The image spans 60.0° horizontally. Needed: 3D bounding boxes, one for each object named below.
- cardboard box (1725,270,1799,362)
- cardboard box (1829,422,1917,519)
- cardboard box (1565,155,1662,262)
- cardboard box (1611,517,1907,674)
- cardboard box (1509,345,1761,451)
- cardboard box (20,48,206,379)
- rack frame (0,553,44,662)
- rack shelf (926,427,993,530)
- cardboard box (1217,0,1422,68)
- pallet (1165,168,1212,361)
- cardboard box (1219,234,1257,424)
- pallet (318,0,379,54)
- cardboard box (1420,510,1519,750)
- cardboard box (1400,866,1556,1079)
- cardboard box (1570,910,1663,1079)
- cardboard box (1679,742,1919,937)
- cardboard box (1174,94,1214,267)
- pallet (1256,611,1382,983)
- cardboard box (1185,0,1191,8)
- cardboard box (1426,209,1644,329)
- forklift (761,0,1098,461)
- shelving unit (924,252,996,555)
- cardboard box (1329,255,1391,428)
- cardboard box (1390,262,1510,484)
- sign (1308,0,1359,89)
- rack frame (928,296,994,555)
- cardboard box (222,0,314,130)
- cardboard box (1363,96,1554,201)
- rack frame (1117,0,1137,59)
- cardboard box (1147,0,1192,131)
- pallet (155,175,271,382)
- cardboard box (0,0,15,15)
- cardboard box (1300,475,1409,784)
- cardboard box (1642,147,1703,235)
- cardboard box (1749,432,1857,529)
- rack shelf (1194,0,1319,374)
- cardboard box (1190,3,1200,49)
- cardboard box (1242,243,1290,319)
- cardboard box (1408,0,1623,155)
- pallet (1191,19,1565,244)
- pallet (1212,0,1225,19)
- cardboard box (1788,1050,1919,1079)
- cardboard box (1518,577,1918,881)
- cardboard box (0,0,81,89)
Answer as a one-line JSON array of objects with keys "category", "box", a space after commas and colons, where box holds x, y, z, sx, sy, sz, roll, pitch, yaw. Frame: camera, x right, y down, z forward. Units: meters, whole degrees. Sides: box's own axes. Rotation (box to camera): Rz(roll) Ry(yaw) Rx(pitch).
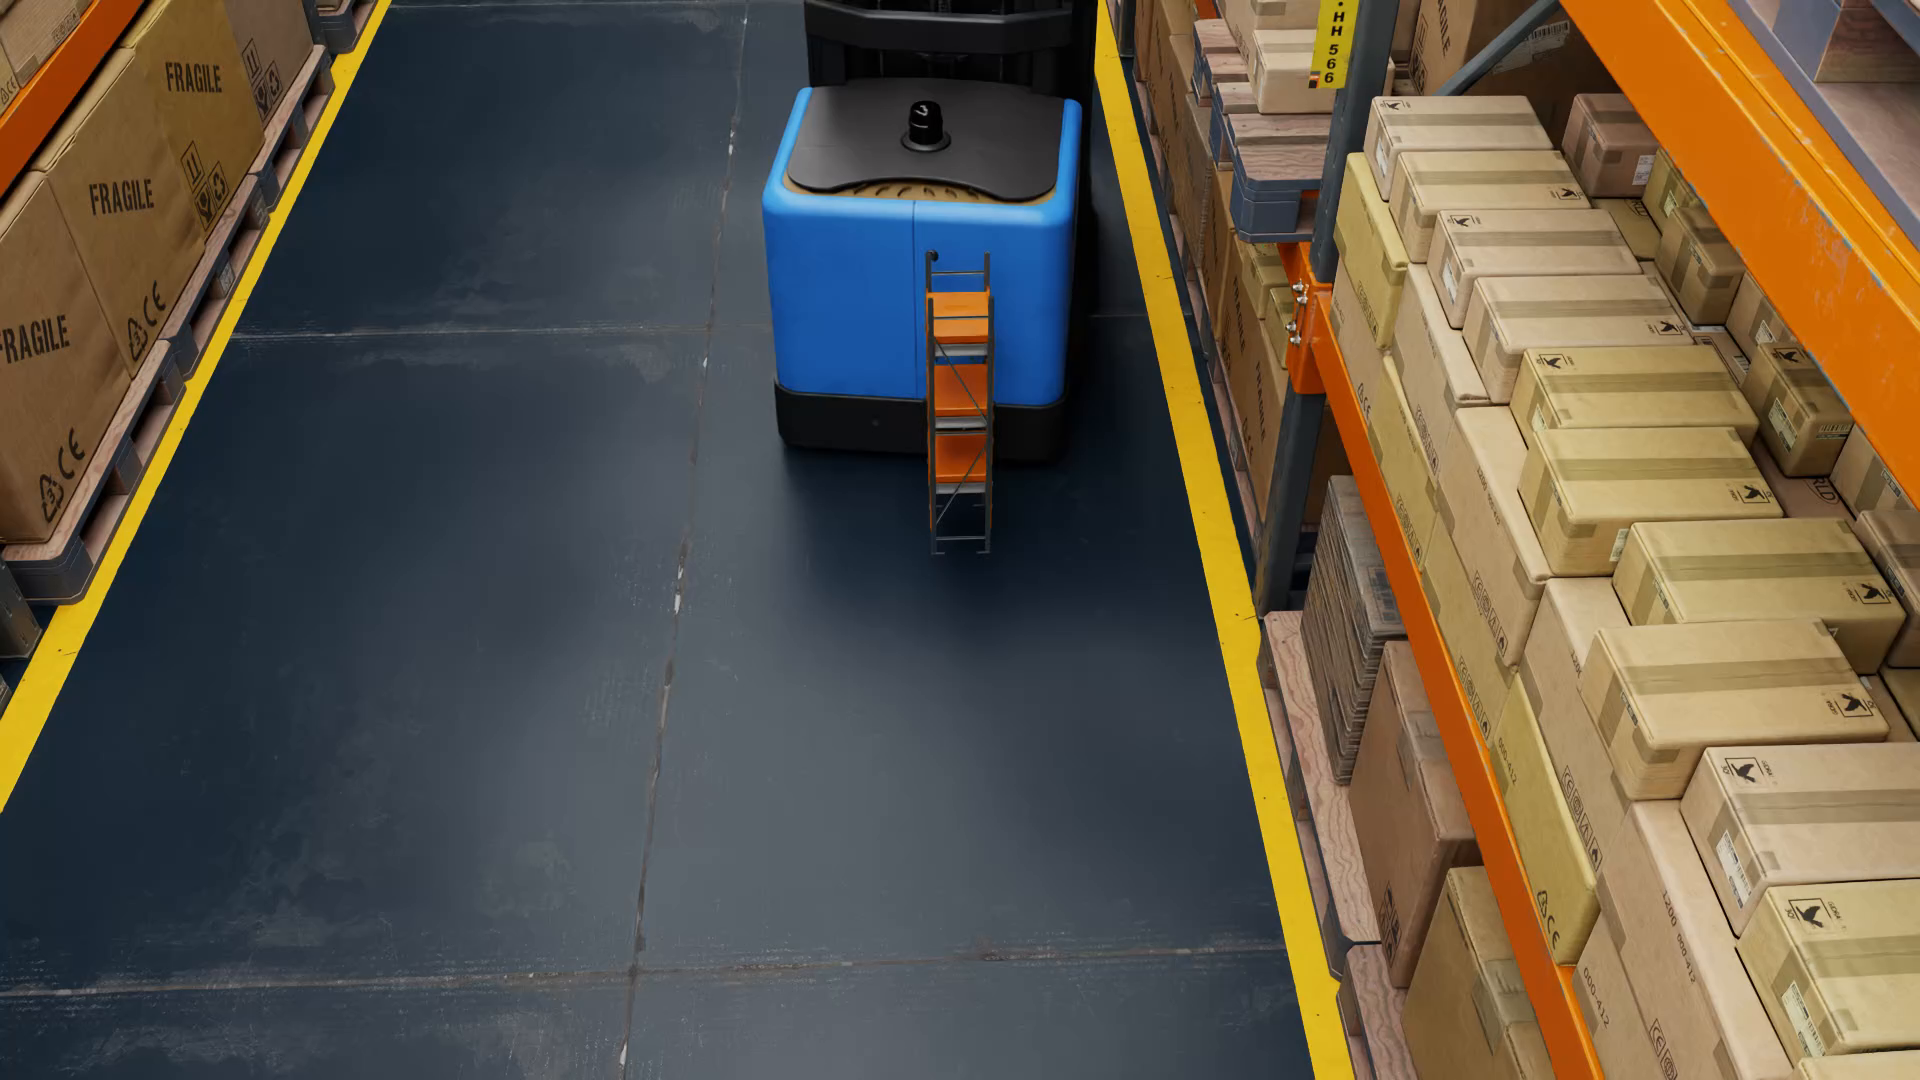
[{"category": "cardboard box", "box": [1.844, -0.441, 3.457, 0.380, 0.149, 0.250, -2, 43, -3]}, {"category": "cardboard box", "box": [1.872, -0.096, 3.081, 0.380, 0.149, 0.250, -2, 43, -2]}, {"category": "cardboard box", "box": [1.772, -0.726, 4.064, 0.500, 0.250, 0.500, -1, 43, -1]}, {"category": "cardboard box", "box": [1.368, 0.099, 2.868, 0.380, 0.149, 0.250, -2, 43, -2]}, {"category": "cardboard box", "box": [1.308, -0.247, 3.246, 0.380, 0.149, 0.250, -1, 43, -1]}, {"category": "cardboard box", "box": [-3.464, -1.190, 6.090, 0.875, 0.875, 0.875, -1, 43, -1]}, {"category": "rack frame", "box": [-3.484, -0.748, 4.346, 1.000, 3.000, 0.127, -2, 43, -2]}, {"category": "rack shelf", "box": [-0.002, -0.210, 5.630, 0.215, 0.259, 0.240, -2, 43, -2]}, {"category": "cardboard box", "box": [1.107, -1.695, 5.180, 0.500, 0.250, 0.500, -3, 43, -4]}, {"category": "pallet", "box": [1.433, -1.191, 6.894, 1.003, 0.211, 1.213, -2, 43, -2]}, {"category": "cardboard box", "box": [1.232, -0.744, 5.880, 0.500, 0.500, 0.500, -2, 43, -2]}, {"category": "pallet", "box": [-3.608, -2.936, 8.797, 1.003, 0.211, 1.213, -2, 43, -2]}, {"category": "cardboard box", "box": [1.295, 0.156, 3.470, 0.500, 0.250, 0.500, -3, 43, -3]}, {"category": "cardboard box", "box": [1.553, 1.145, 3.728, 0.875, 0.625, 0.625, -3, 43, -4]}, {"category": "cardboard box", "box": [1.345, 0.855, 2.708, 0.500, 0.250, 0.500, -1, 43, -2]}, {"category": "cardboard box", "box": [1.325, 0.446, 2.490, 0.380, 0.149, 0.250, -1, 43, -1]}, {"category": "cardboard box", "box": [1.166, -1.447, 6.648, 0.500, 0.500, 0.500, -3, 43, -3]}, {"category": "pallet", "box": [1.471, 0.692, 4.839, 1.003, 0.211, 1.213, -2, 43, -2]}, {"category": "cardboard box", "box": [1.166, -2.458, 7.271, 0.380, 0.149, 0.250, -4, 43, -4]}, {"category": "cardboard box", "box": [1.244, -0.592, 3.622, 0.380, 0.149, 0.250, -1, 43, -1]}, {"category": "forklift", "box": [-0.009, -2.355, 6.151, 1.130, 2.935, 3.031, 4, 43, 4]}, {"category": "shelving unit", "box": [-0.002, -0.423, 5.435, 0.215, 1.050, 0.252, -2, 43, -2]}, {"category": "cardboard box", "box": [1.250, -0.531, 4.220, 0.500, 0.250, 0.500, -1, 43, -2]}, {"category": "cardboard box", "box": [1.270, -0.377, 3.682, 0.500, 0.250, 0.500, 0, 43, 0]}, {"category": "sign", "box": [0.934, -1.268, 4.116, 0.100, 0.325, 0.005, -2, 43, -2]}, {"category": "rack frame", "box": [0.003, -0.341, 5.345, 0.200, 1.050, 0.008, -2, 43, -2]}, {"category": "cardboard box", "box": [-3.547, -2.403, 7.414, 0.875, 0.875, 0.875, 0, 43, 0]}, {"category": "cardboard box", "box": [1.195, -0.945, 4.007, 0.380, 0.149, 0.250, 0, 43, -1]}, {"category": "rack frame", "box": [1.306, -3.593, 7.450, 1.000, 3.000, 0.127, -2, 43, -2]}, {"category": "cardboard box", "box": [1.134, -2.134, 7.398, 0.500, 0.500, 0.500, -2, 43, -2]}, {"category": "pallet", "box": [-3.491, -1.076, 6.767, 1.003, 0.211, 1.213, -2, 43, -2]}, {"category": "cardboard box", "box": [-3.288, -1.912, 5.357, 0.500, 0.250, 0.500, -2, 43, -2]}, {"category": "cardboard box", "box": [1.488, 0.249, 4.705, 0.875, 0.625, 0.625, 0, 43, 0]}, {"category": "cardboard box", "box": [1.814, -0.781, 3.829, 0.380, 0.149, 0.250, -1, 43, -1]}, {"category": "cardboard box", "box": [1.814, -0.043, 3.318, 0.500, 0.250, 0.500, -2, 43, -2]}, {"category": "rack shelf", "box": [1.391, -1.978, 6.220, 1.077, 0.370, 4.000, -2, 43, -2]}, {"category": "cardboard box", "box": [1.165, -2.104, 6.884, 0.380, 0.149, 0.250, -2, 43, -2]}, {"category": "cardboard box", "box": [1.159, -0.875, 5.543, 0.380, 0.149, 0.250, -4, 43, -4]}, {"category": "cardboard box", "box": [1.610, -1.436, 4.712, 0.500, 0.500, 0.500, 0, 43, 0]}, {"category": "pallet", "box": [1.377, -1.278, 5.066, 1.213, 0.211, 1.003, -2, 43, -2]}, {"category": "pallet", "box": [1.388, -2.135, 6.001, 1.003, 0.211, 1.213, -2, 43, -2]}, {"category": "cardboard box", "box": [1.278, 0.793, 2.111, 0.380, 0.149, 0.250, -3, 43, -3]}, {"category": "cardboard box", "box": [1.321, 0.321, 2.921, 0.500, 0.250, 0.500, -1, 43, -1]}, {"category": "cardboard box", "box": [-3.309, -1.731, 5.529, 0.500, 0.250, 0.500, 0, 43, 0]}]
